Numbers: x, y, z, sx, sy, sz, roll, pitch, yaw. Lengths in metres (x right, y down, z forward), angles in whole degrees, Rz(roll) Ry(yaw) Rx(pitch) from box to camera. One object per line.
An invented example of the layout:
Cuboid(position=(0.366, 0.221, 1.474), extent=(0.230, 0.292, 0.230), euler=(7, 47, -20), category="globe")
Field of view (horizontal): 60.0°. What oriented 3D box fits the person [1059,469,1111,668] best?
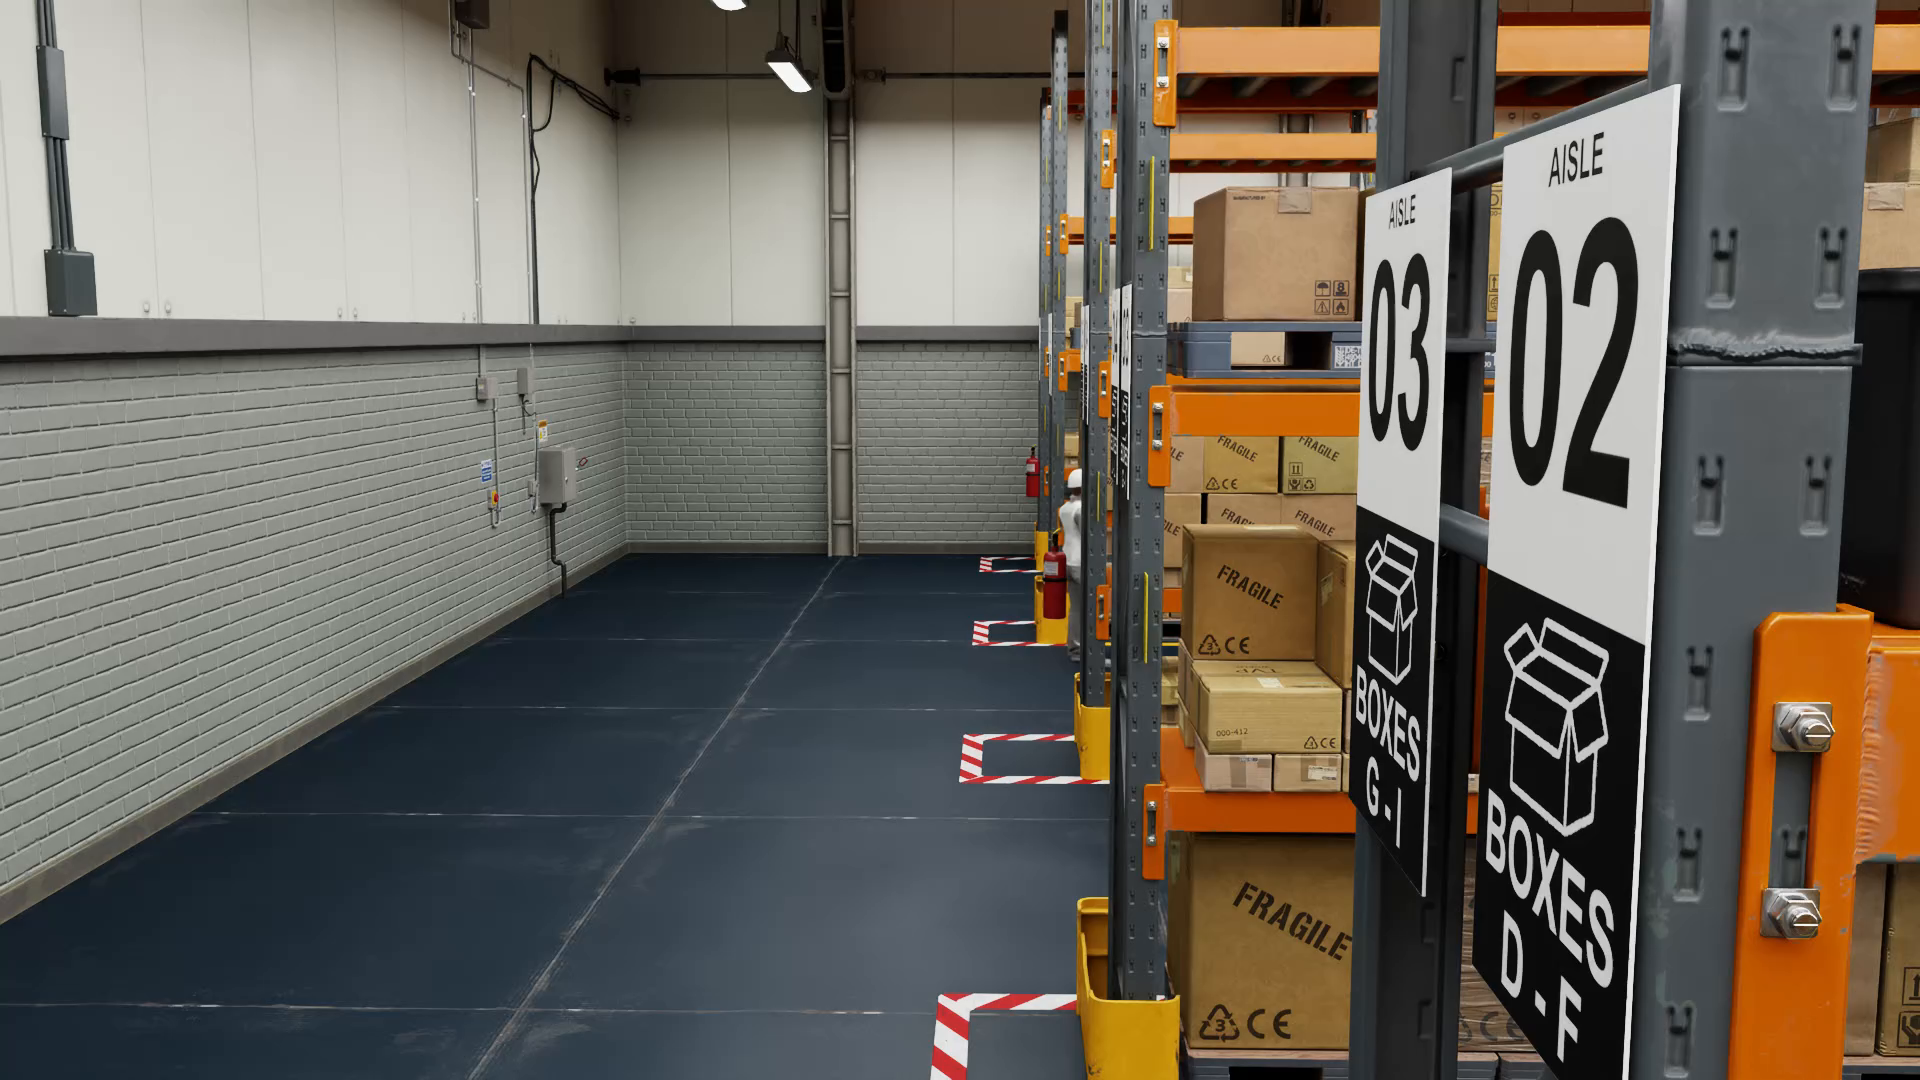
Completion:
Cuboid(position=(1.152, 0.244, 15.160), extent=(0.394, 1.778, 0.632), euler=(-2, 8, -19), category="person")
